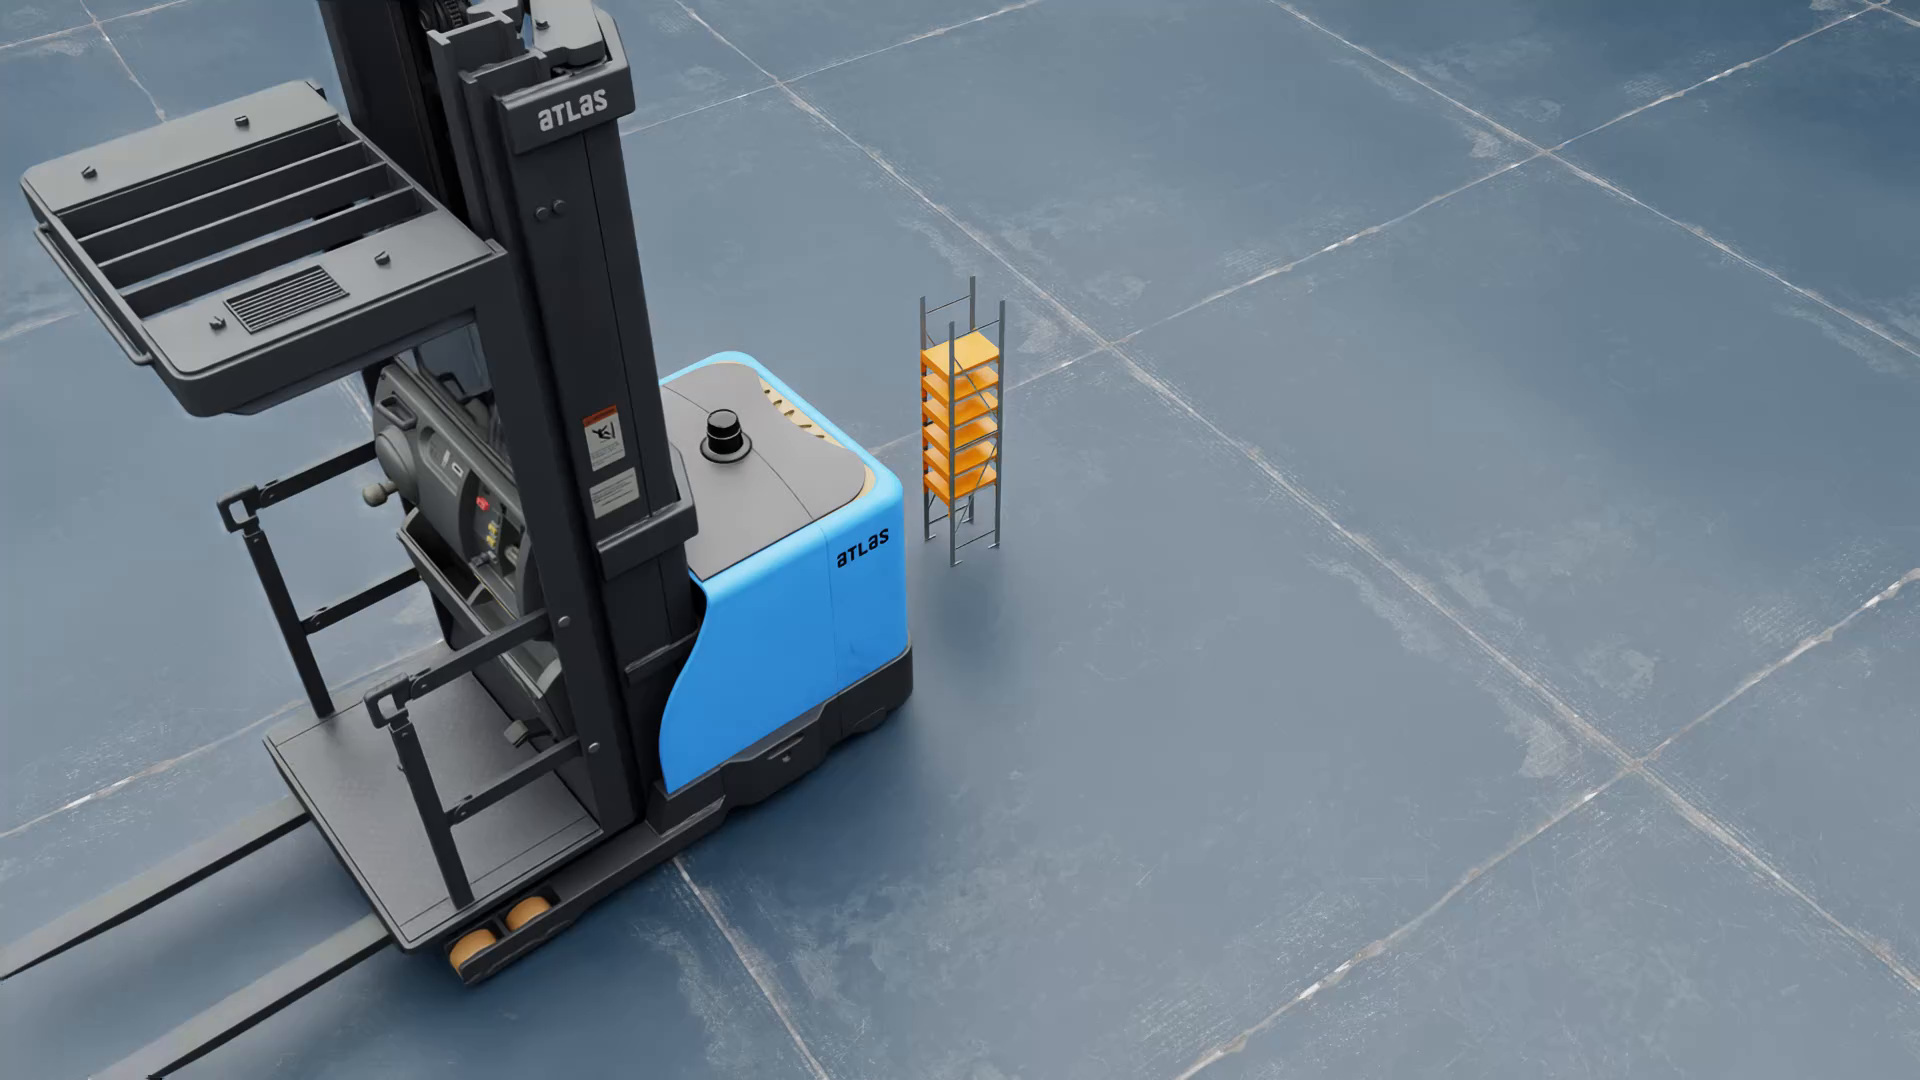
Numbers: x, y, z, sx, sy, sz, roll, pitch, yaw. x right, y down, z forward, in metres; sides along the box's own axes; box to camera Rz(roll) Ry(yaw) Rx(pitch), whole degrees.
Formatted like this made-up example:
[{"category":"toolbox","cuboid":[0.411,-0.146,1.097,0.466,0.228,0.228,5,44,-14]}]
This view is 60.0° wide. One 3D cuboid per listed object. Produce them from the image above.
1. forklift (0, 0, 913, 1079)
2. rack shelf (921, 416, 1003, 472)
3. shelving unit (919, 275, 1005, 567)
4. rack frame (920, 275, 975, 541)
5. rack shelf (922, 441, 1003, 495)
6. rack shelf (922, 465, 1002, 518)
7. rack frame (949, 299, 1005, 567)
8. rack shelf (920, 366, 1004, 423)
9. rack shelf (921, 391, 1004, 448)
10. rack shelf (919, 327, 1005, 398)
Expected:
[{"category":"forklift","cuboid":[-1.627,-0.075,4.706,3.031,2.935,1.130,-30,51,-28]},{"category":"rack shelf","cuboid":[0.008,-0.394,6.358,0.258,0.103,0.180,-26,49,-24]},{"category":"shelving unit","cuboid":[0.008,-0.426,6.327,0.258,1.200,0.189,-26,49,-24]},{"category":"rack frame","cuboid":[-0.044,-0.478,6.381,0.240,1.200,0.006,-26,49,-24]},{"category":"rack shelf","cuboid":[0.008,-0.307,6.441,0.258,0.103,0.180,-26,49,-24]},{"category":"rack shelf","cuboid":[0.008,-0.220,6.524,0.258,0.103,0.180,-26,49,-24]},{"category":"rack frame","cuboid":[0.061,-0.374,6.273,0.240,1.200,0.006,-26,49,-24]},{"category":"rack shelf","cuboid":[0.008,-0.567,6.192,0.258,0.103,0.180,-26,49,-24]},{"category":"rack shelf","cuboid":[0.008,-0.480,6.275,0.258,0.103,0.180,-26,49,-24]},{"category":"rack shelf","cuboid":[0.008,-0.654,6.109,0.258,0.103,0.180,-26,49,-24]}]
